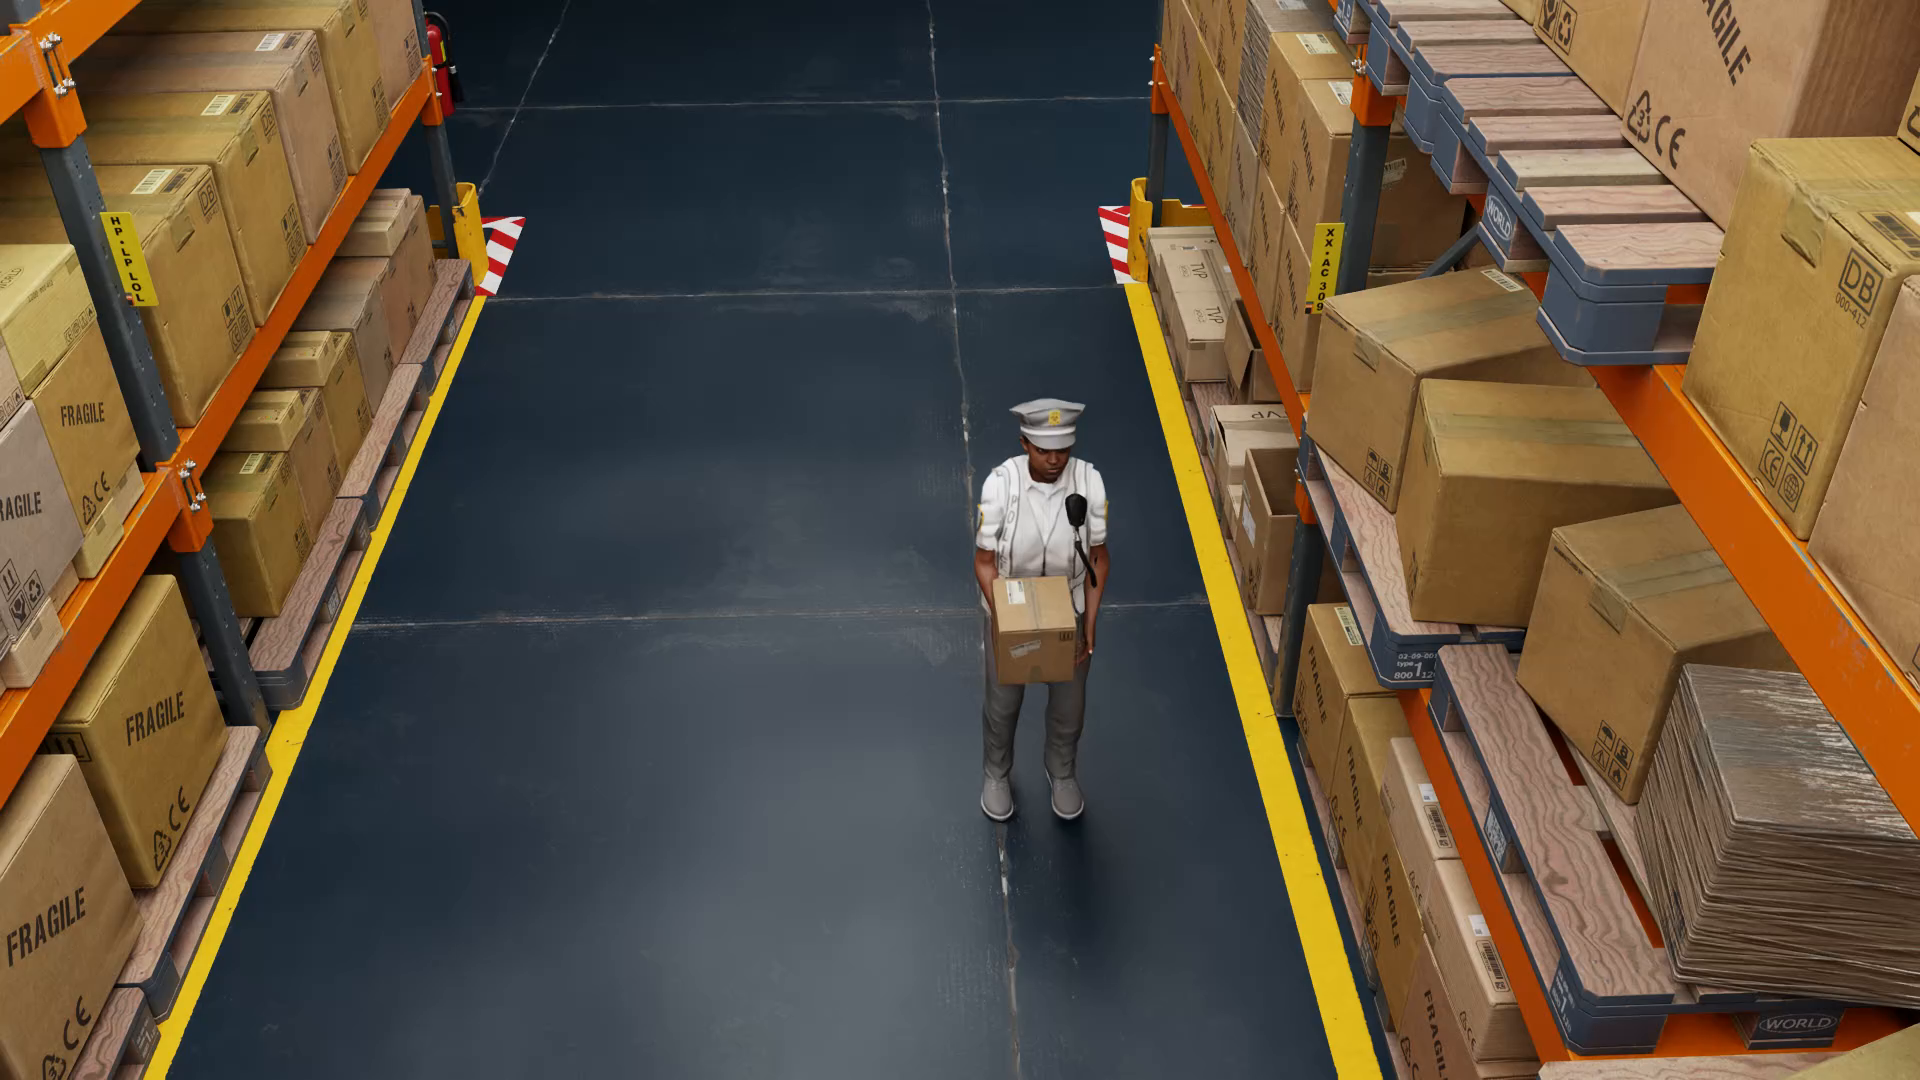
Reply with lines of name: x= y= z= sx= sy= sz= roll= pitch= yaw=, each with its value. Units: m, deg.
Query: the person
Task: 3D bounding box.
person: x=0.283 y=0.285 z=5.717 sx=0.468 sy=1.692 sz=0.503 roll=-3 pitch=36 yaw=-4
